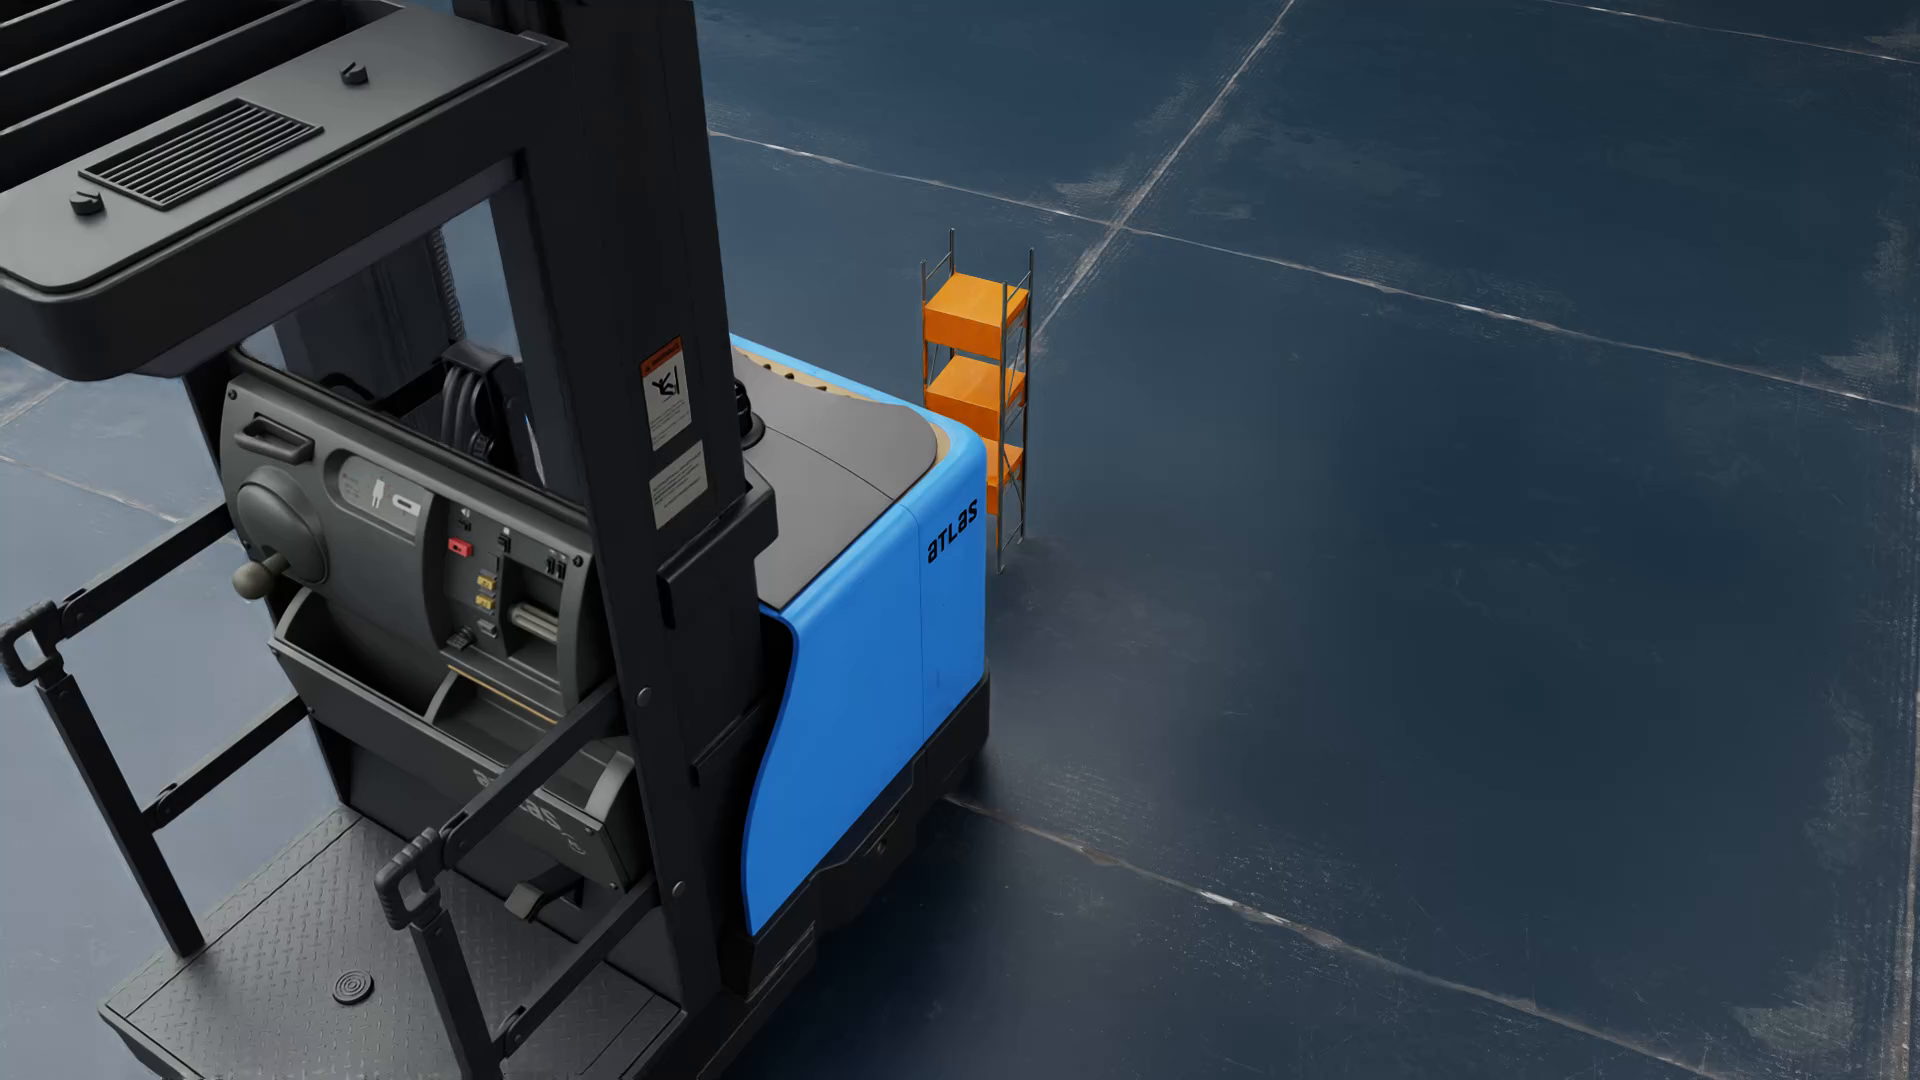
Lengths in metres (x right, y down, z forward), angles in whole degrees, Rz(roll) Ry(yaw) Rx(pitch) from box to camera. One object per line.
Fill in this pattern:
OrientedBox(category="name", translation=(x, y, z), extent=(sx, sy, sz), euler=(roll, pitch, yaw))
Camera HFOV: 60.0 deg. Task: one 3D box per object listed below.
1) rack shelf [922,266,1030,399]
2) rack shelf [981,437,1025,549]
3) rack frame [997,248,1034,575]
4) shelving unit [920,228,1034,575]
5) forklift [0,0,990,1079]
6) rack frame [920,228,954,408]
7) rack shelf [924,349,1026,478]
OrientedBox(category="rack shelf", translation=(0.048, -0.588, 4.710), extent=(0.240, 0.259, 0.215), euler=(17, 44, 19))
OrientedBox(category="rack shelf", translation=(0.048, -0.164, 5.078), extent=(0.240, 0.259, 0.215), euler=(17, 44, 19))
OrientedBox(category="rack frame", translation=(0.159, -0.348, 4.850), extent=(0.008, 1.050, 0.200), euler=(17, 44, 19))
OrientedBox(category="shelving unit", translation=(0.048, -0.382, 4.889), extent=(0.252, 1.050, 0.215), euler=(17, 44, 19))
OrientedBox(category="forklift", translation=(-1.141, 0.090, 2.908), extent=(1.130, 2.935, 3.031), euler=(23, 46, 24))
OrientedBox(category="rack frame", translation=(-0.062, -0.416, 4.928), extent=(0.008, 1.050, 0.200), euler=(17, 44, 19))
OrientedBox(category="rack shelf", translation=(0.048, -0.374, 4.896), extent=(0.240, 0.259, 0.215), euler=(17, 44, 19))
